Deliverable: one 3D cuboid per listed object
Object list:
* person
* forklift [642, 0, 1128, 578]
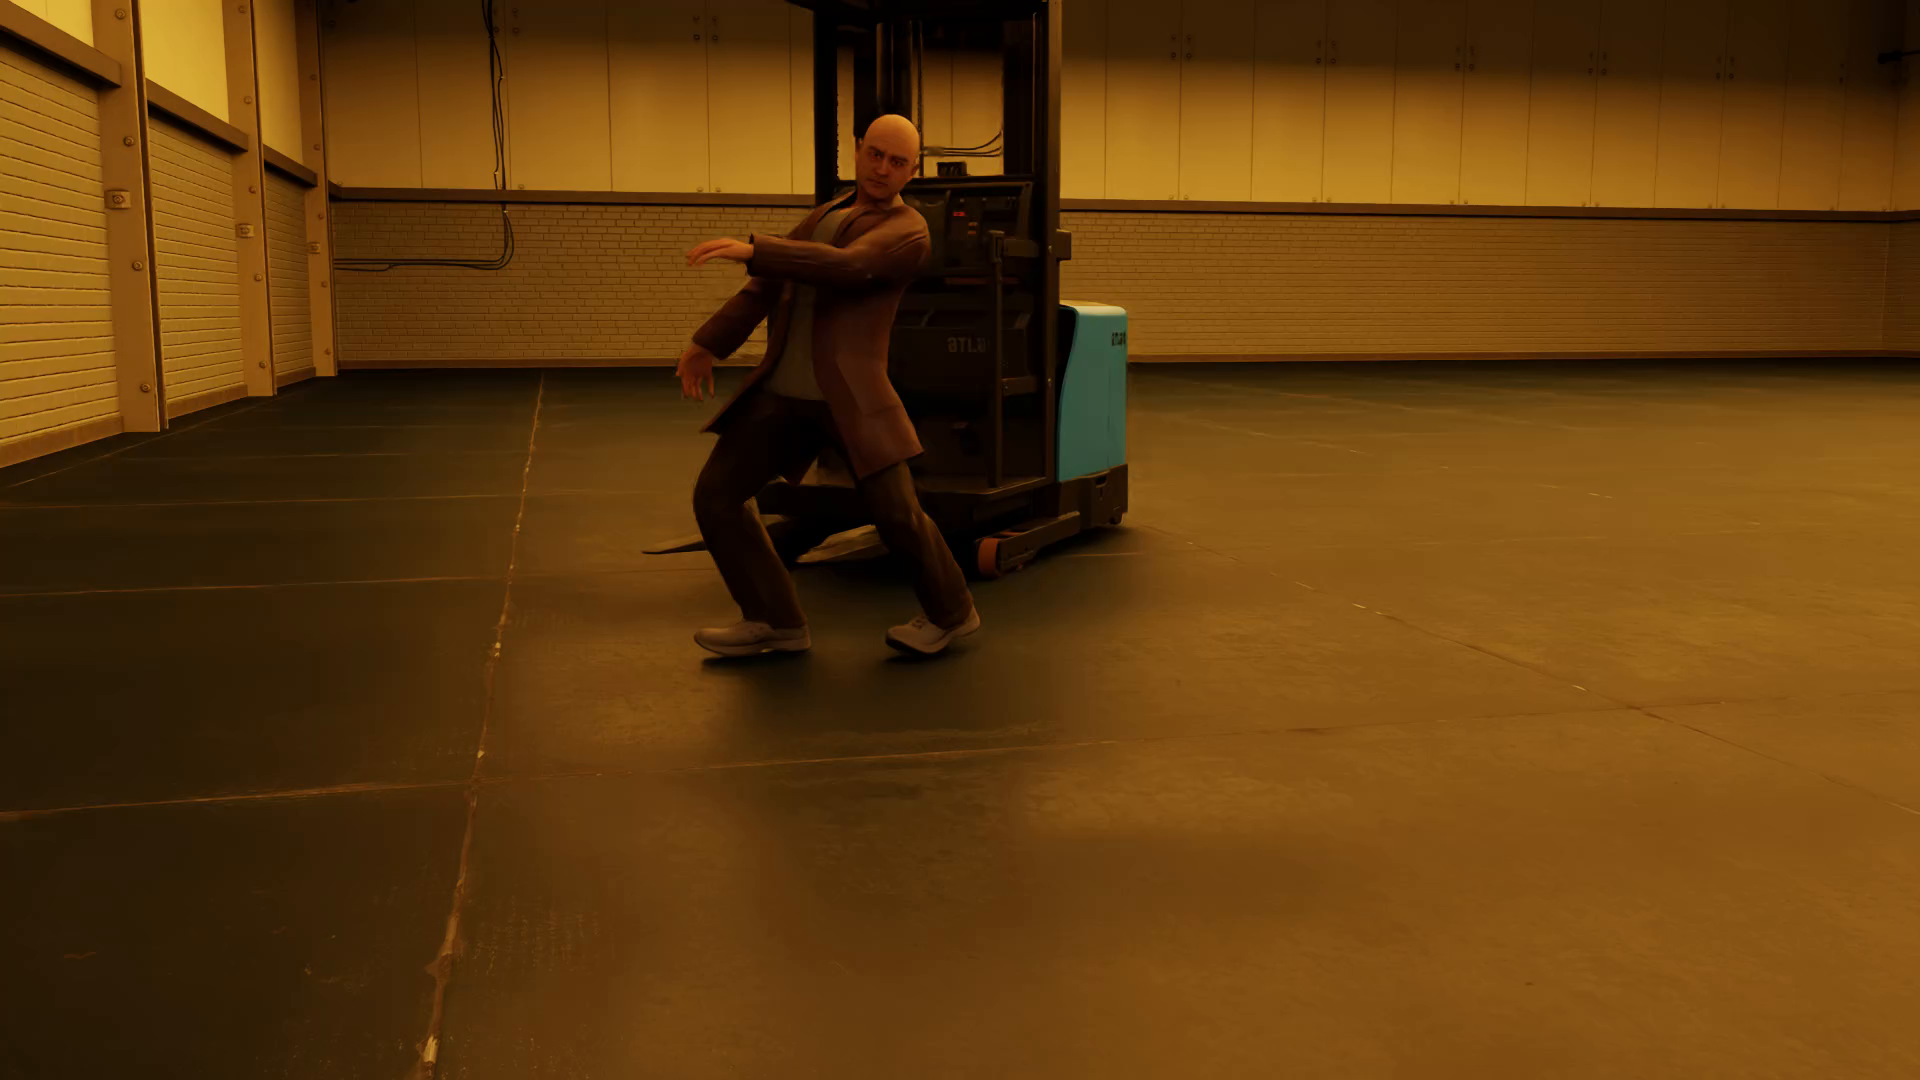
[{"bbox_3d":[-0.497,-0.449,4.986,0.863,1.623,0.936,5,9,32],"label":"person"},{"bbox_3d":[-0.215,-1.365,6.886,1.130,2.935,3.031,3,9,23],"label":"forklift"}]
